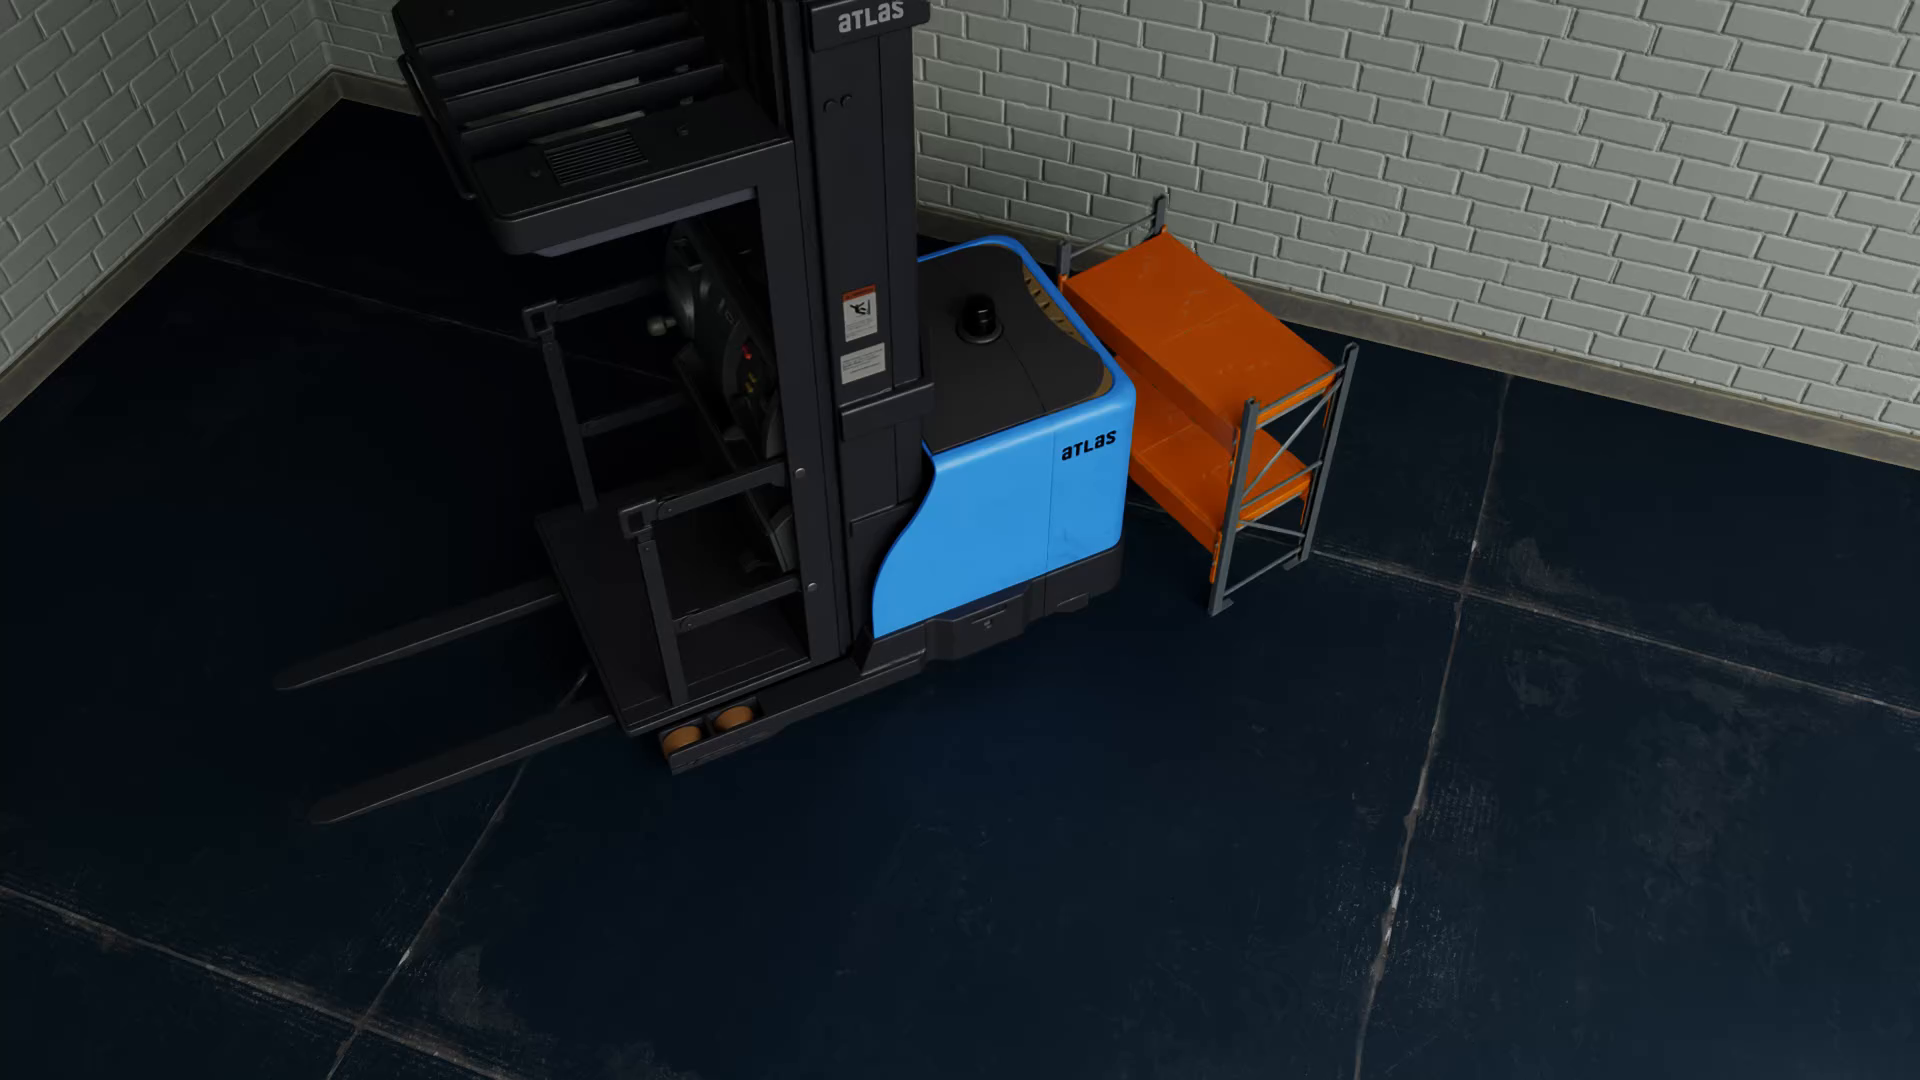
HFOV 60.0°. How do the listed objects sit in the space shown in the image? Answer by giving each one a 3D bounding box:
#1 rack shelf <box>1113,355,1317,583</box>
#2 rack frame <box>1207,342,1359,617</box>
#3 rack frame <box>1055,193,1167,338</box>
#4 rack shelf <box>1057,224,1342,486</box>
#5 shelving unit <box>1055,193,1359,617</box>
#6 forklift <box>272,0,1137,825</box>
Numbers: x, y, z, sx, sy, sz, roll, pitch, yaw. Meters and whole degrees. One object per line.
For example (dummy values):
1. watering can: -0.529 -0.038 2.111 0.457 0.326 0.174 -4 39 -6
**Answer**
1. rack shelf: 0.863 -0.346 6.496 0.538 0.278 1.000 -29 55 -22
2. rack frame: 1.159 -0.195 6.041 0.500 1.125 0.032 -29 55 -22
3. rack frame: 0.566 -0.819 6.582 0.500 1.125 0.032 -29 55 -22
4. rack shelf: 0.863 -0.698 6.090 0.538 0.278 1.000 -29 55 -22
5. shelving unit: 0.863 -0.507 6.311 0.538 1.125 1.048 -29 55 -22
6. forklift: -0.936 -0.602 5.198 3.031 2.935 1.130 -20 52 -17
